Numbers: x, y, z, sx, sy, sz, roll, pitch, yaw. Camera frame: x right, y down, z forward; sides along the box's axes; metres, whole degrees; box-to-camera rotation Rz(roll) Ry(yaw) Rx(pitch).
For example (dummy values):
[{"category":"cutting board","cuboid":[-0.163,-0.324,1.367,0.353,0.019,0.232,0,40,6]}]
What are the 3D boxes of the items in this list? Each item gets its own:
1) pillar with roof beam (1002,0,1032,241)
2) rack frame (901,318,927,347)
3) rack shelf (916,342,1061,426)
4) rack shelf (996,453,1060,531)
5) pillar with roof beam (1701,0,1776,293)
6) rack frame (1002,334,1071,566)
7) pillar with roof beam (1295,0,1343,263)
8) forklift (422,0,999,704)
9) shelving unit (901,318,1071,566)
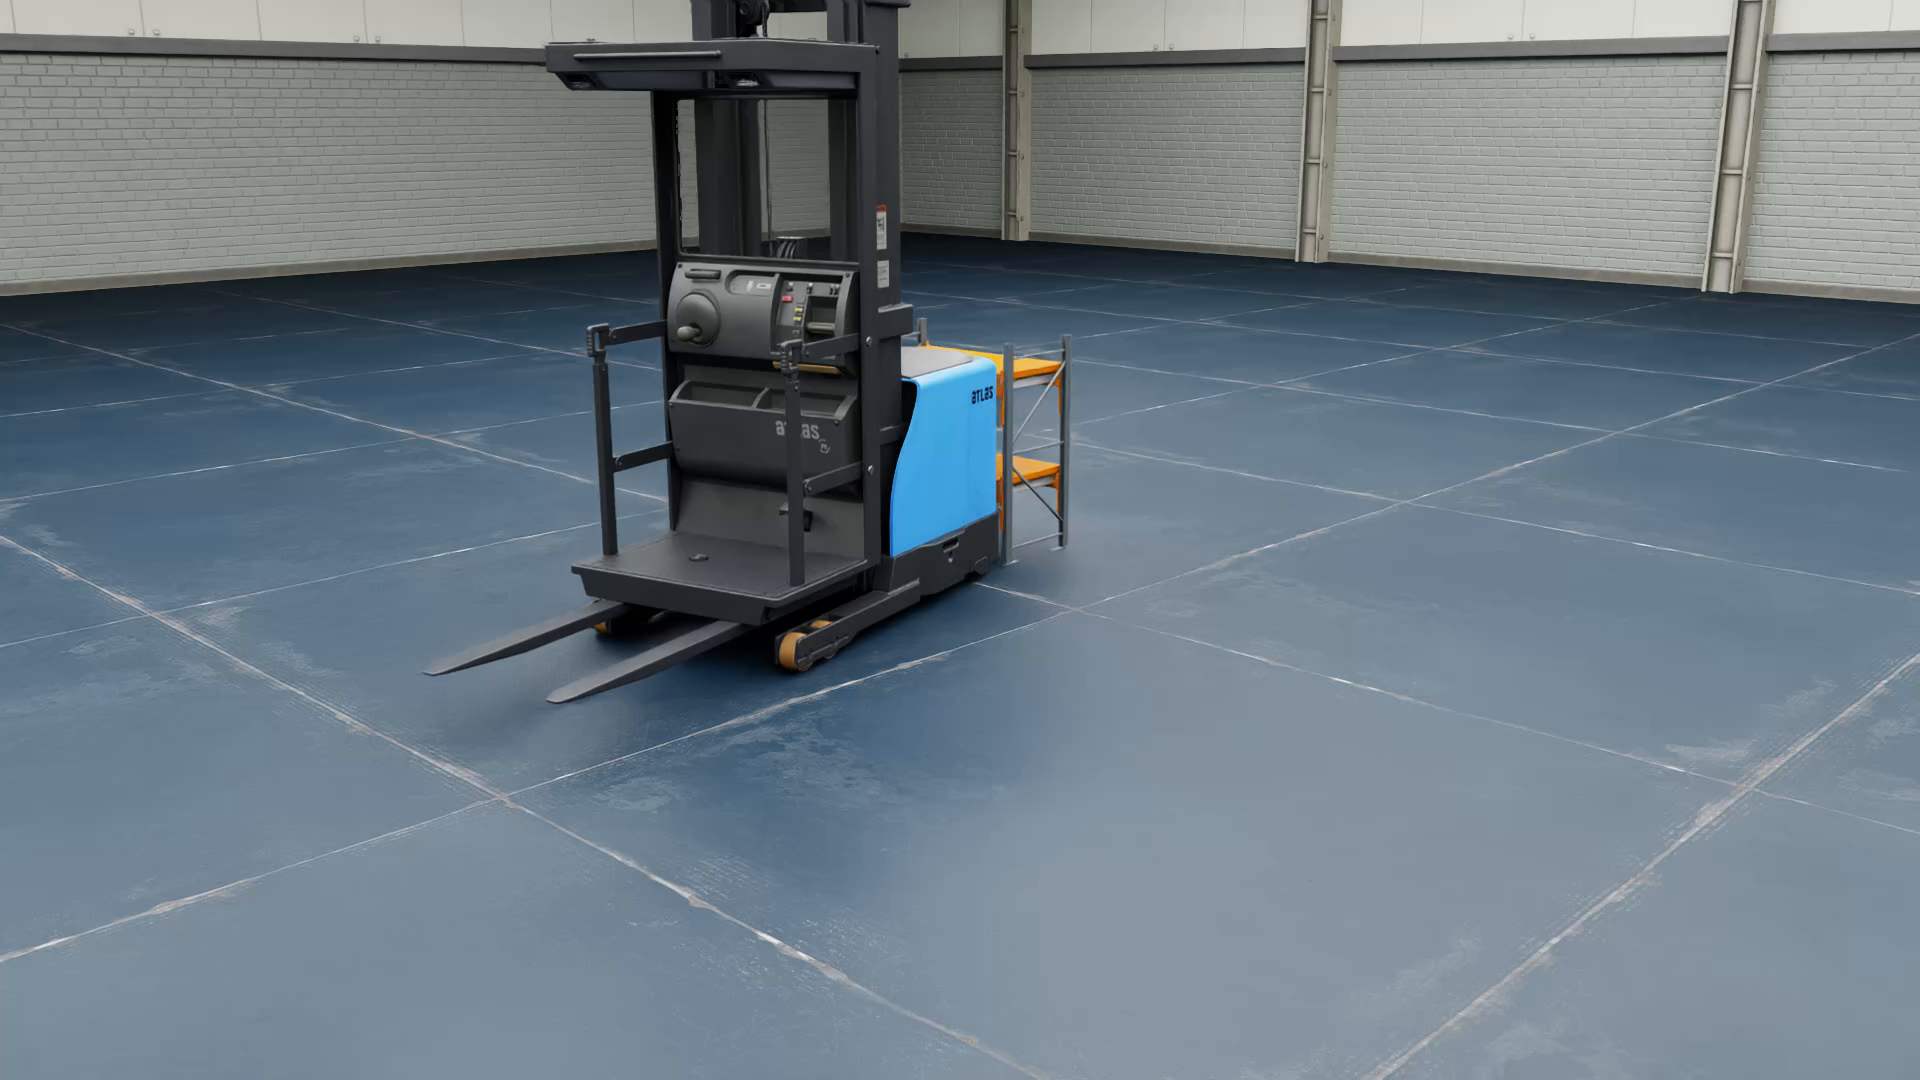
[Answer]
[{"category":"pillar with roof beam","cuboid":[-2.018,-8.813,24.909,0.400,9.000,9.100,14,20,42]},{"category":"rack frame","cuboid":[-0.363,-0.634,9.135,0.032,1.125,0.500,13,19,40]},{"category":"rack shelf","cuboid":[0.014,-0.832,8.731,1.000,0.278,0.538,13,19,40]},{"category":"rack shelf","cuboid":[0.014,-0.312,8.867,1.000,0.278,0.538,13,19,40]},{"category":"pillar with roof beam","cuboid":[6.621,-6.713,16.849,0.400,9.000,9.100,14,20,42]},{"category":"rack frame","cuboid":[0.392,-0.462,8.476,0.032,1.125,0.500,13,19,40]},{"category":"pillar with roof beam","cuboid":[2.302,-7.763,20.879,0.400,9.000,9.100,14,20,42]},{"category":"forklift","cuboid":[-0.966,-1.004,6.973,1.130,2.935,3.031,8,17,28]},{"category":"shelving unit","cuboid":[0.014,-0.548,8.805,1.048,1.125,0.538,13,19,40]}]
